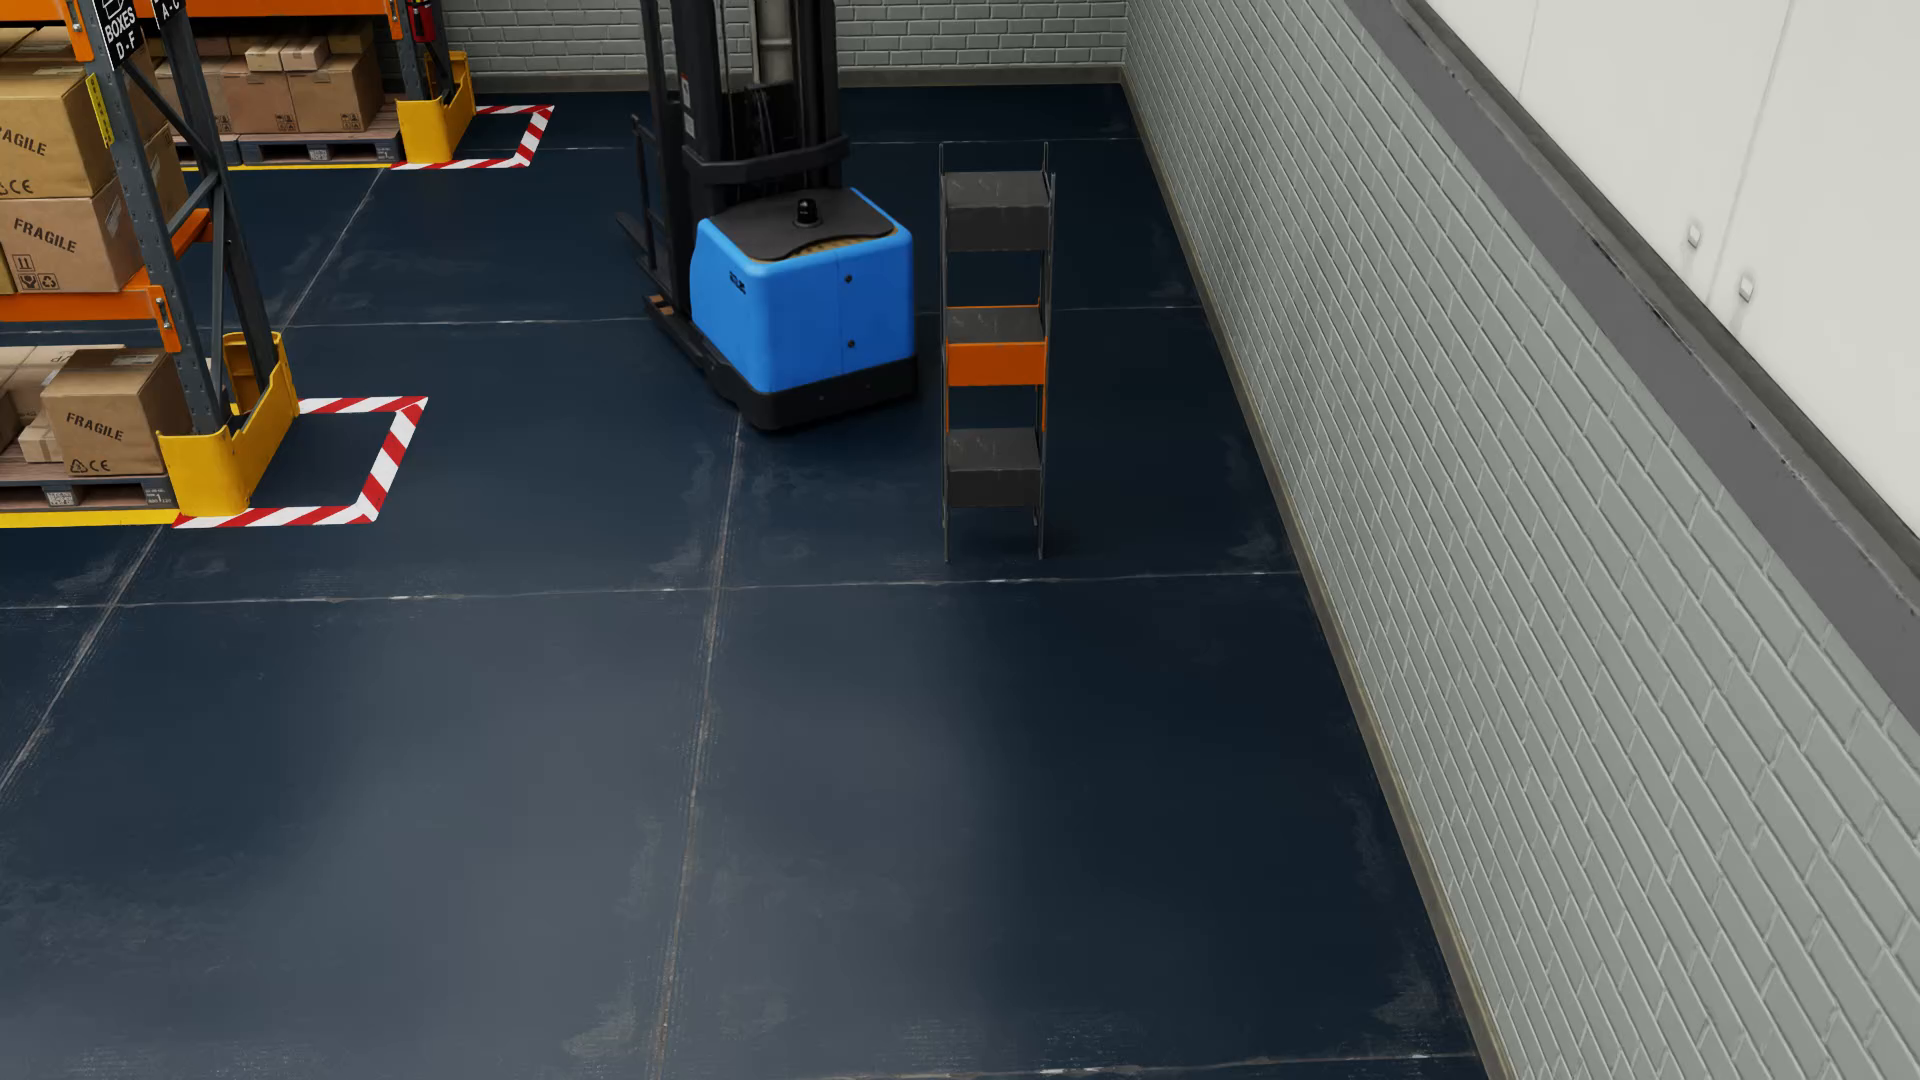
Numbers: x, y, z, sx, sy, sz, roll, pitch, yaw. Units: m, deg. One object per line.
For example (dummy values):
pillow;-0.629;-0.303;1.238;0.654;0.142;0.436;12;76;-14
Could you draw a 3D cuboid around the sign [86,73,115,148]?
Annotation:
sign;-3.972;-1.983;7.684;0.005;0.325;0.100;-2;35;-2

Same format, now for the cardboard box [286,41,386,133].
cardboard box;-4.910;-3.578;13.111;0.500;0.500;0.700;-2;35;-2

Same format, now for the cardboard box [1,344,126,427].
cardboard box;-5.034;-0.876;9.410;0.500;0.250;0.500;-2;35;-2

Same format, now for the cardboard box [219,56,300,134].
cardboard box;-5.410;-3.564;13.092;0.500;0.500;0.700;-2;35;-2

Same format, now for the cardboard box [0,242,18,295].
cardboard box;-4.930;-1.551;8.268;0.500;0.500;0.500;-1;35;-2

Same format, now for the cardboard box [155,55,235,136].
cardboard box;-5.913;-3.550;13.072;0.500;0.500;0.700;-3;35;-4

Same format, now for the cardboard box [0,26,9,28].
cardboard box;-7.614;-3.883;12.983;0.250;0.149;0.380;-2;35;-3

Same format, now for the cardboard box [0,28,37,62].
cardboard box;-4.955;-2.265;8.420;0.500;0.500;0.500;-1;35;-2

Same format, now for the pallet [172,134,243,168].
pallet;-6.227;-3.265;13.282;1.213;0.211;1.003;-2;35;-2

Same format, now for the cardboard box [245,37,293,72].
cardboard box;-5.285;-3.730;12.762;0.250;0.149;0.380;-1;35;-1

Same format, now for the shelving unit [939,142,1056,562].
shelving unit;0.165;-0.868;8.159;0.503;2.100;0.431;-2;35;-2

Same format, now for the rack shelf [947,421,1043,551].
rack shelf;0.165;-0.281;8.565;0.480;0.518;0.431;-2;35;-2

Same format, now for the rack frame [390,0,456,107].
rack frame;-4.216;-4.509;12.629;0.127;3.000;1.000;-2;35;-2

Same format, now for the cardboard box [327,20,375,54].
cardboard box;-4.795;-3.962;13.096;0.250;0.149;0.380;-1;35;-2

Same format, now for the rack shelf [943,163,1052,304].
rack shelf;0.165;-1.432;7.768;0.480;0.518;0.431;-2;35;-2

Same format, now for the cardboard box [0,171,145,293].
cardboard box;-4.412;-1.567;8.291;0.500;0.500;0.500;-1;35;-1

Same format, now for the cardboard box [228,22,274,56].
cardboard box;-5.551;-3.941;13.066;0.250;0.149;0.380;-1;35;-2

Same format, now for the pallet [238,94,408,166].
pallet;-5.011;-3.296;13.327;1.213;0.211;1.003;-2;35;-2

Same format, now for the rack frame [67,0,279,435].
rack frame;-3.978;-1.693;8.560;0.127;3.000;1.000;-2;35;-2

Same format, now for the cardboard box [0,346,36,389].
cardboard box;-5.533;-0.863;9.391;0.500;0.250;0.500;-2;35;-2

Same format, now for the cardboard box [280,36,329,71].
cardboard box;-5.030;-3.737;12.772;0.250;0.149;0.380;-2;35;-3

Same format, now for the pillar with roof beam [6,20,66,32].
pillar with roof beam;-7.349;-4.931;7.968;0.400;9.000;9.100;-2;35;-2

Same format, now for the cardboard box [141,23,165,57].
cardboard box;-6.314;-3.920;13.036;0.250;0.149;0.380;-2;35;-3

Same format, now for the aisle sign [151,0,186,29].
aisle sign;-3.924;-2.931;8.064;0.004;0.787;0.394;-2;35;-2

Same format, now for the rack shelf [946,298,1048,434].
rack shelf;0.165;-0.857;8.167;0.480;0.518;0.431;-2;35;-2

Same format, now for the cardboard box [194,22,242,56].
cardboard box;-5.805;-3.934;13.056;0.250;0.149;0.380;-1;35;-2

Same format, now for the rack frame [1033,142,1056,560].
rack frame;0.409;-0.874;8.168;0.015;2.100;0.400;-2;35;-2

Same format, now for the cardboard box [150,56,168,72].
cardboard box;-6.445;-3.532;13.045;0.500;0.500;0.700;-1;35;-1

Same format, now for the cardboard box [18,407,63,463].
cardboard box;-4.918;-0.594;9.076;0.250;0.166;0.380;-2;35;-2

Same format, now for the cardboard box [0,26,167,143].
cardboard box;-4.433;-2.283;8.447;0.500;0.500;0.500;-1;35;-1

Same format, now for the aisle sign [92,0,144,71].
aisle sign;-3.895;-2.590;7.572;0.004;0.787;0.394;-2;35;-2

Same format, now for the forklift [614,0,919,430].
forklift;-1.400;-2.651;10.005;1.130;2.935;3.031;-17;38;-23

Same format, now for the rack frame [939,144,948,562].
rack frame;-0.078;-0.861;8.149;0.015;2.100;0.400;-2;35;-2

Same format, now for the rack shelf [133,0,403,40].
rack shelf;-6.214;-4.159;12.756;4.000;0.370;1.077;-2;35;-2

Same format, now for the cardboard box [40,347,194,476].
cardboard box;-4.509;-0.691;8.923;0.500;0.500;0.500;-2;35;-2

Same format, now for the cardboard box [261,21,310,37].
cardboard box;-5.301;-3.947;13.076;0.250;0.149;0.380;-1;35;-2

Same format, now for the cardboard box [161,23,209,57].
cardboard box;-6.061;-3.926;13.045;0.250;0.149;0.380;-1;35;-2

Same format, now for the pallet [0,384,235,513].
pallet;-4.850;-0.522;9.319;1.213;0.211;1.003;-2;35;-2

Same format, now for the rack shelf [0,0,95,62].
rack shelf;-5.976;-2.577;7.834;4.000;0.370;1.077;-2;35;-2

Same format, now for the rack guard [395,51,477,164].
rack guard;-4.192;-3.481;13.341;0.348;0.500;1.175;-2;35;-2

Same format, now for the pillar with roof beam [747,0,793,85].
pillar with roof beam;-1.356;-5.093;8.201;0.400;9.000;9.100;-2;35;-2

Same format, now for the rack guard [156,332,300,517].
rack guard;-4.054;-0.663;9.269;0.348;0.500;1.175;-2;35;-2

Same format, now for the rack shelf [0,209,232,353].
rack shelf;-5.976;-1.343;8.687;4.000;0.370;1.077;-2;35;-2

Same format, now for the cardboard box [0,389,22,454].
cardboard box;-5.460;-0.580;8.982;0.500;0.250;0.500;-2;35;-2

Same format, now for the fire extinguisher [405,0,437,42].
fire extinguisher;-4.044;-4.065;12.384;0.183;0.674;0.296;-2;35;-2

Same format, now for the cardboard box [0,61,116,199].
cardboard box;-4.409;-1.977;8.004;0.500;0.500;0.500;-2;35;-3

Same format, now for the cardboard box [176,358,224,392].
cardboard box;-4.412;-0.886;9.512;0.250;0.149;0.380;-2;35;-2

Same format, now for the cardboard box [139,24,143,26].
cardboard box;-6.572;-3.912;13.025;0.250;0.149;0.380;-1;35;-2

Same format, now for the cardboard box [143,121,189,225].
cardboard box;-4.433;-1.872;8.731;0.500;0.500;0.500;-1;35;-1
